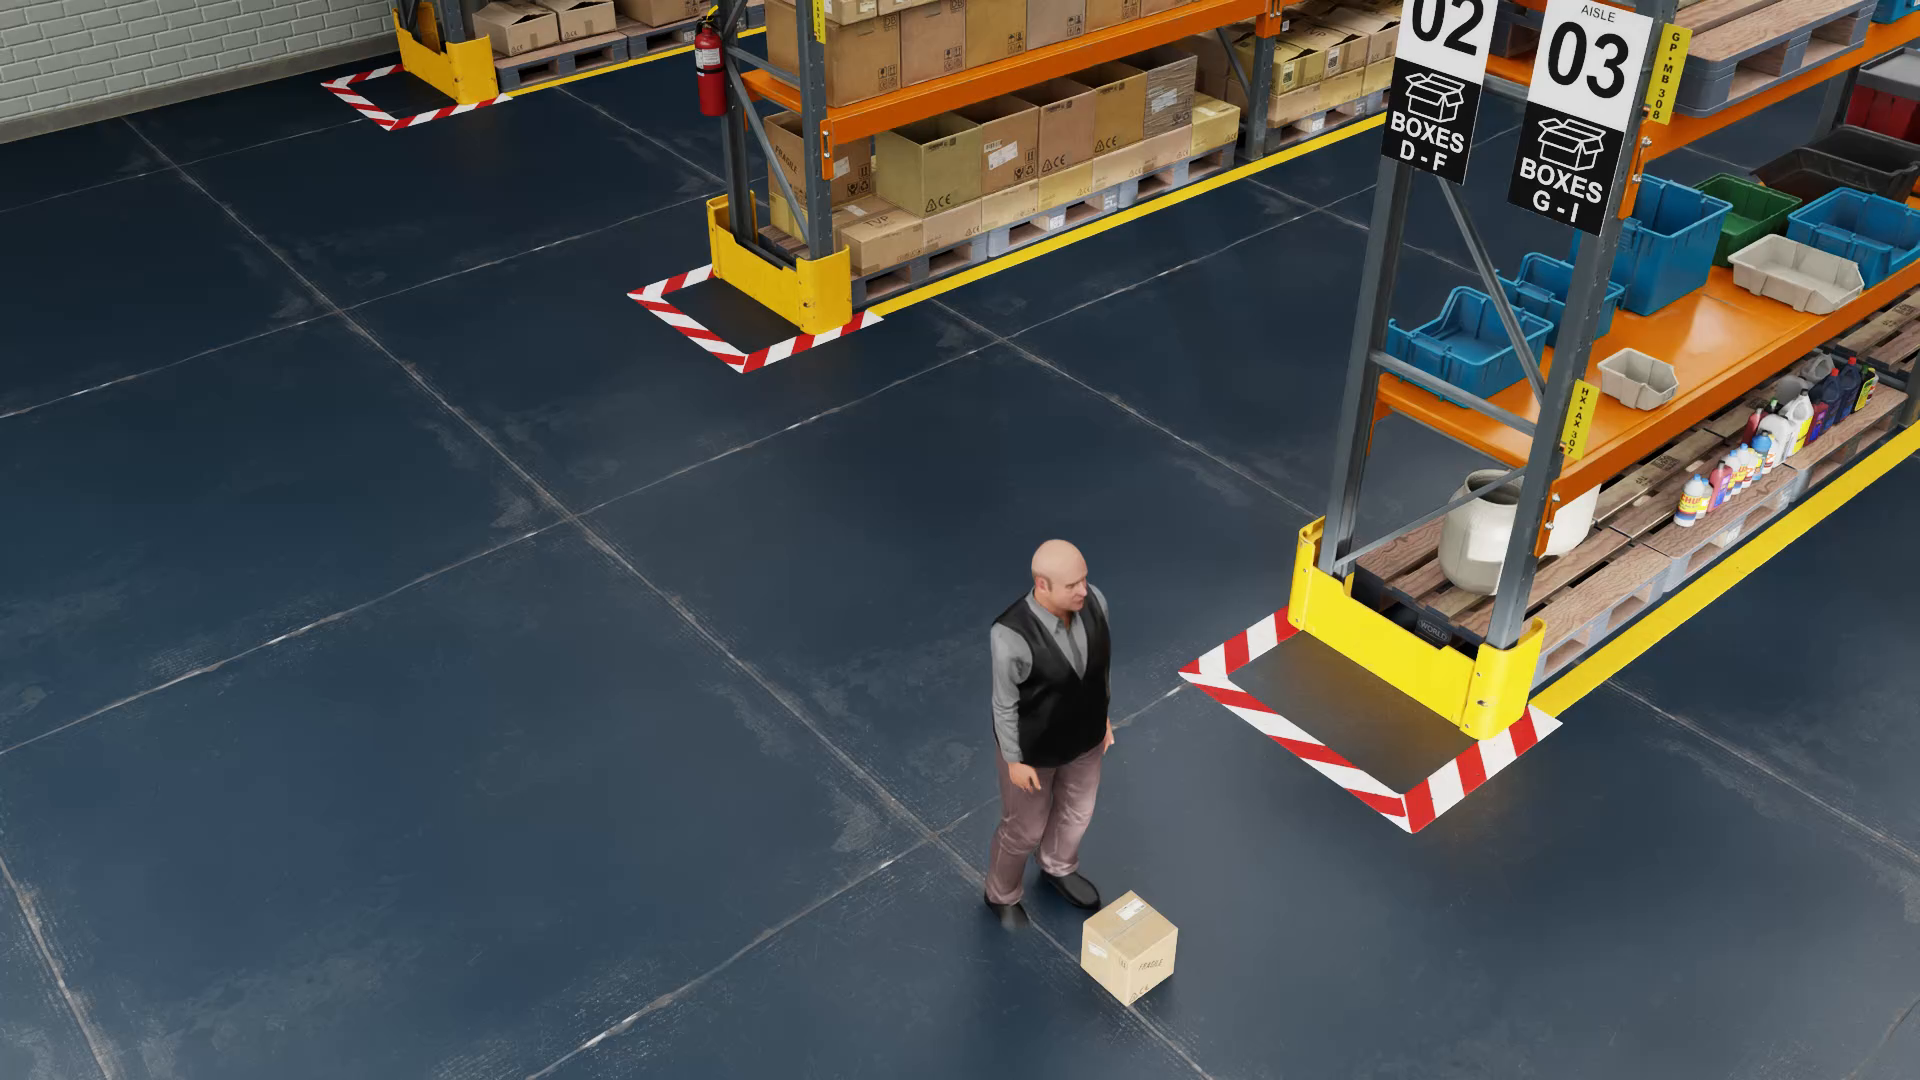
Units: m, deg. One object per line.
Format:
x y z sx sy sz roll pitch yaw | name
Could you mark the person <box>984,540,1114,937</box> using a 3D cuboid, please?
0.342 0.742 6.110 0.533 1.770 0.357 -25 43 -31 | person
